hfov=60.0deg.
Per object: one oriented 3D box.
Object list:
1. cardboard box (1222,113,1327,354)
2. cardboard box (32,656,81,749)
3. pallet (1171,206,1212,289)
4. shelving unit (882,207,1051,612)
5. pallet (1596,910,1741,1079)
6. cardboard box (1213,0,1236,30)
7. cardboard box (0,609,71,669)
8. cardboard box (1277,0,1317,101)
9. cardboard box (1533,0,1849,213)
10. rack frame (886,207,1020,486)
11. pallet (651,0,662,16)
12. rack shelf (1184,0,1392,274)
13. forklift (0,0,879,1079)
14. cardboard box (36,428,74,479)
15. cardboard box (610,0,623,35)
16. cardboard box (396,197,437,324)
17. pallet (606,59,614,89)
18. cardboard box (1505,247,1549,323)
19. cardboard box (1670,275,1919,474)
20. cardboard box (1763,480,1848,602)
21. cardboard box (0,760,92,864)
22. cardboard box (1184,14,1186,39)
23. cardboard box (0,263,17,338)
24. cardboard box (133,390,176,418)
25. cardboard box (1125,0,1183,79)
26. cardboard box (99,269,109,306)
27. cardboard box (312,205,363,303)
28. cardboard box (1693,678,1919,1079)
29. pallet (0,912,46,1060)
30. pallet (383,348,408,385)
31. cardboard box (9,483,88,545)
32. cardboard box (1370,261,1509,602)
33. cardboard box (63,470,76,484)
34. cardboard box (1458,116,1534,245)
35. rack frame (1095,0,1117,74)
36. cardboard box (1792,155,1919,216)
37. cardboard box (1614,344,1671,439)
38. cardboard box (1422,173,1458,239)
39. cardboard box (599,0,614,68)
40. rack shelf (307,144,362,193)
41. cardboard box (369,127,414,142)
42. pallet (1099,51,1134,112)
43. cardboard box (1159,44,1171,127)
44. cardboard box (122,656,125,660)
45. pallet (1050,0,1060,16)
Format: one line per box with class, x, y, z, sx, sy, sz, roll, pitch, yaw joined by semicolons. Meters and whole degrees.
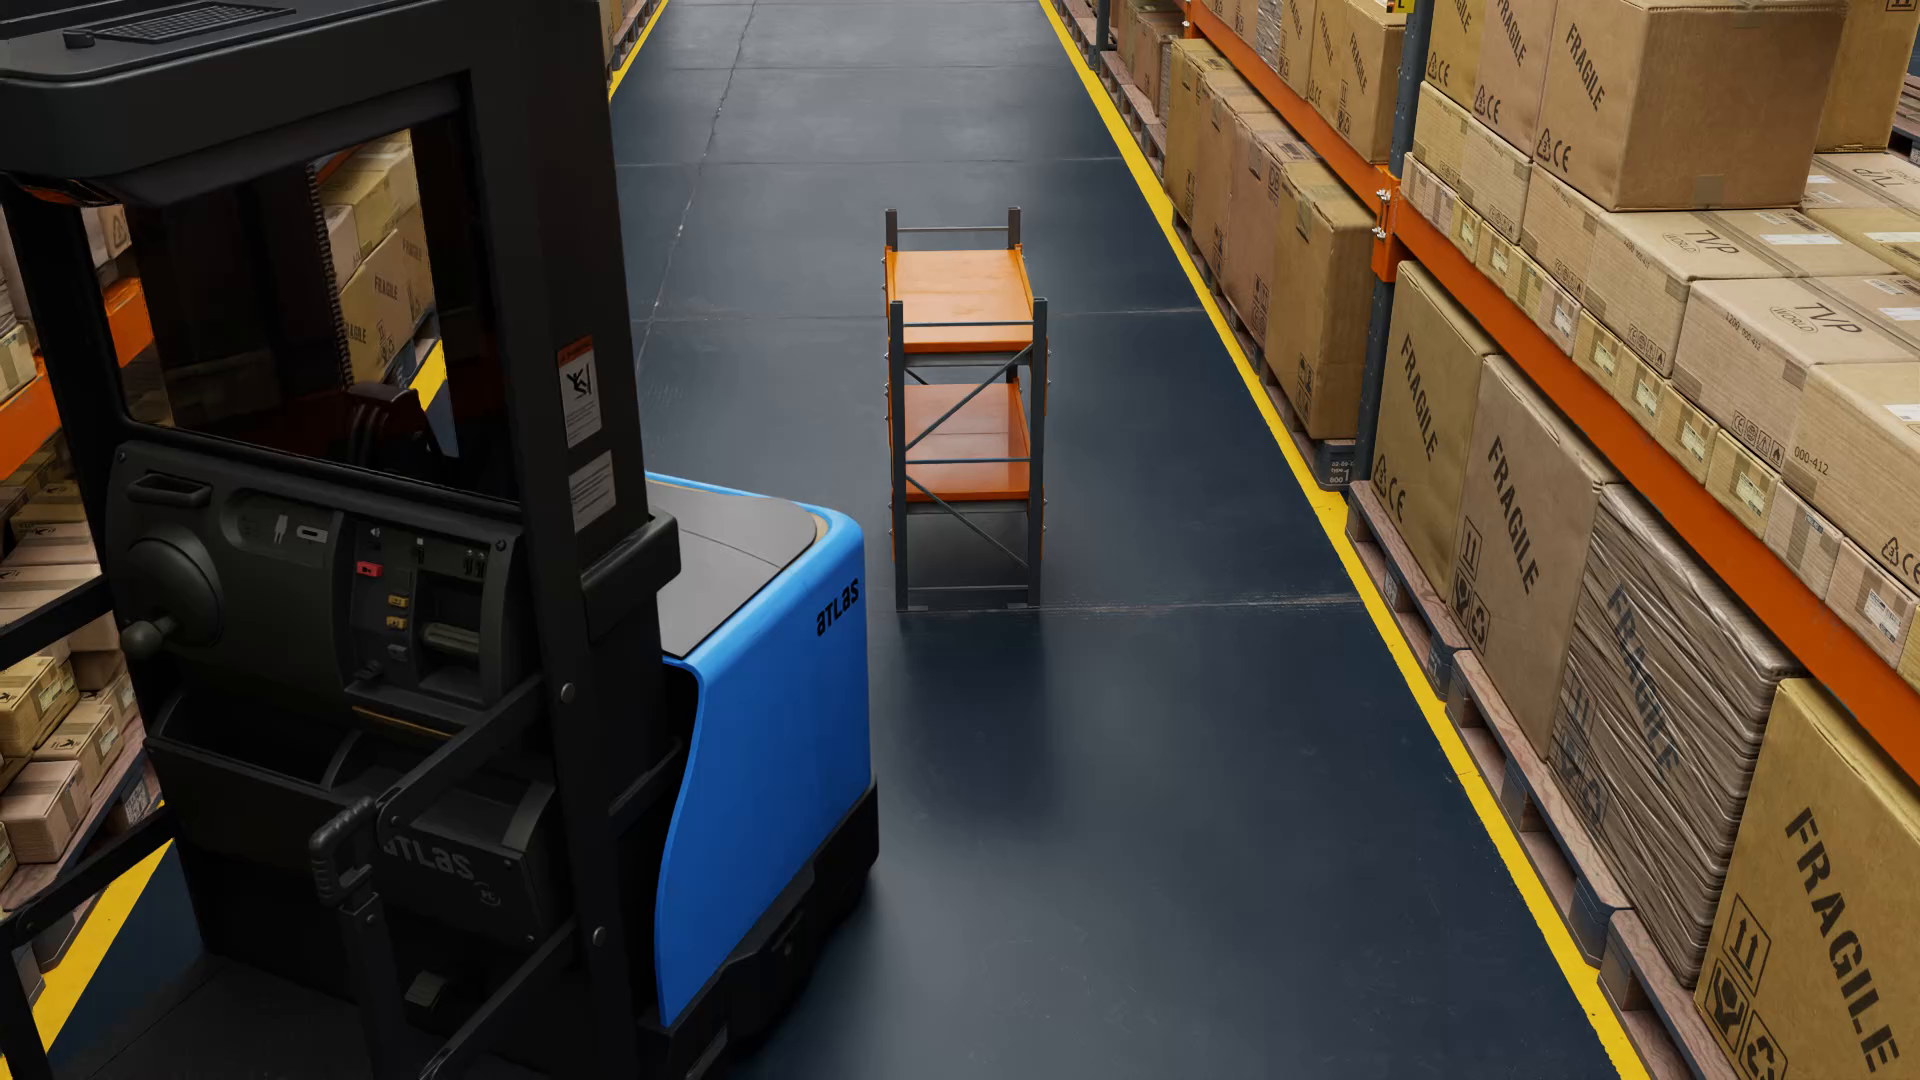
cardboard box;1.921;-1.407;7.547;1.225;0.875;0.875;-2;28;-4
cardboard box;-2.631;0.434;4.481;0.380;0.149;0.250;0;28;0
pallet;1.779;-1.700;9.281;1.003;0.211;1.213;-1;28;-3
shelving unit;0.000;-0.496;5.984;0.538;1.125;1.048;-1;28;-3
pallet;2.111;1.261;3.603;1.003;0.211;1.213;-1;28;-3
cardboard box;1.596;-2.877;8.415;0.500;0.500;0.500;-2;28;-4
cardboard box;-2.613;0.308;4.401;0.380;0.149;0.250;-1;28;-3
cardboard box;1.671;-2.178;7.075;0.500;0.500;0.500;-2;28;-3
cardboard box;1.841;-1.158;4.255;0.500;0.500;0.500;-2;28;-4
rack frame;-0.026;-0.730;6.434;0.500;1.125;0.032;-1;28;-3
pallet;-3.443;-5.320;16.221;1.003;0.211;1.213;-1;28;-3
rack shelf;1.917;-2.059;7.733;1.077;0.370;4.000;-1;28;-3
forklift;-1.279;0.121;2.849;1.130;2.935;3.031;12;30;21
cardboard box;-3.170;-0.275;5.519;0.380;0.149;0.250;0;28;0
cardboard box;-3.317;-4.612;13.693;0.875;0.875;0.875;-1;28;-2
cardboard box;-2.781;-1.293;7.735;0.500;0.500;0.500;-1;28;-2
pallet;-3.239;-3.485;12.704;1.003;0.211;1.213;-1;28;-3
cardboard box;1.762;-0.716;4.651;0.380;0.149;0.250;-2;28;-3
cardboard box;1.888;-0.360;3.536;0.500;0.250;0.500;-2;28;-4
cardboard box;1.844;-0.005;3.287;0.380;0.149;0.250;-1;28;-2
cardboard box;-2.489;0.707;4.280;0.380;0.149;0.250;-3;28;-5
cardboard box;1.710;-3.275;10.701;0.500;0.250;0.500;2;28;3
cardboard box;-2.574;-0.633;3.790;0.500;0.500;0.500;-2;28;-4
cardboard box;-2.658;-0.410;5.777;0.380;0.149;0.250;-1;28;-1
cardboard box;1.621;-3.731;12.388;0.700;0.500;0.500;-2;28;-3
cardboard box;-2.579;-0.659;4.541;0.380;0.149;0.250;-3;28;-5
cardboard box;-2.711;-1.140;6.630;0.500;0.250;0.500;-3;28;-5
cardboard box;2.117;0.855;3.211;0.875;0.875;0.875;-1;28;-3
pallet;-2.739;1.291;3.547;1.003;0.211;1.213;-1;28;-3
pallet;-2.979;-0.505;6.990;1.003;0.211;1.213;-1;28;-3
cardboard box;-2.649;-0.056;5.099;0.380;0.149;0.250;-1;28;-1
cardboard box;1.976;-0.392;5.602;0.875;0.875;0.875;-1;28;-3
cardboard box;-3.135;-0.146;5.593;0.380;0.149;0.250;-1;28;-2
cardboard box;1.806;-1.067;4.893;0.500;0.250;0.500;-2;28;-3
rack frame;1.604;-5.149;12.879;1.000;3.000;0.127;-1;28;-3
cardboard box;2.363;-0.848;4.473;0.500;0.250;0.500;-1;28;-2
cardboard box;1.804;-0.359;3.966;0.380;0.149;0.250;-1;28;-2
cardboard box;1.719;-1.078;5.344;0.380;0.149;0.250;-2;28;-4
cardboard box;-3.232;-3.980;12.617;1.050;0.750;0.750;-2;28;-3
rack shelf;-3.041;-1.986;7.593;1.077;0.370;4.000;-1;28;-3
cardboard box;-2.800;-1.862;8.014;0.500;0.250;0.500;-1;28;-1
pallet;1.646;-3.553;12.835;1.003;0.211;1.213;-1;28;-3
cardboard box;1.716;-2.954;10.897;0.700;0.500;0.500;-4;28;-7
cardboard box;-2.522;0.347;4.970;0.380;0.149;0.250;-1;28;-3
pallet;1.406;-5.349;16.278;1.003;0.211;1.213;-1;28;-3
